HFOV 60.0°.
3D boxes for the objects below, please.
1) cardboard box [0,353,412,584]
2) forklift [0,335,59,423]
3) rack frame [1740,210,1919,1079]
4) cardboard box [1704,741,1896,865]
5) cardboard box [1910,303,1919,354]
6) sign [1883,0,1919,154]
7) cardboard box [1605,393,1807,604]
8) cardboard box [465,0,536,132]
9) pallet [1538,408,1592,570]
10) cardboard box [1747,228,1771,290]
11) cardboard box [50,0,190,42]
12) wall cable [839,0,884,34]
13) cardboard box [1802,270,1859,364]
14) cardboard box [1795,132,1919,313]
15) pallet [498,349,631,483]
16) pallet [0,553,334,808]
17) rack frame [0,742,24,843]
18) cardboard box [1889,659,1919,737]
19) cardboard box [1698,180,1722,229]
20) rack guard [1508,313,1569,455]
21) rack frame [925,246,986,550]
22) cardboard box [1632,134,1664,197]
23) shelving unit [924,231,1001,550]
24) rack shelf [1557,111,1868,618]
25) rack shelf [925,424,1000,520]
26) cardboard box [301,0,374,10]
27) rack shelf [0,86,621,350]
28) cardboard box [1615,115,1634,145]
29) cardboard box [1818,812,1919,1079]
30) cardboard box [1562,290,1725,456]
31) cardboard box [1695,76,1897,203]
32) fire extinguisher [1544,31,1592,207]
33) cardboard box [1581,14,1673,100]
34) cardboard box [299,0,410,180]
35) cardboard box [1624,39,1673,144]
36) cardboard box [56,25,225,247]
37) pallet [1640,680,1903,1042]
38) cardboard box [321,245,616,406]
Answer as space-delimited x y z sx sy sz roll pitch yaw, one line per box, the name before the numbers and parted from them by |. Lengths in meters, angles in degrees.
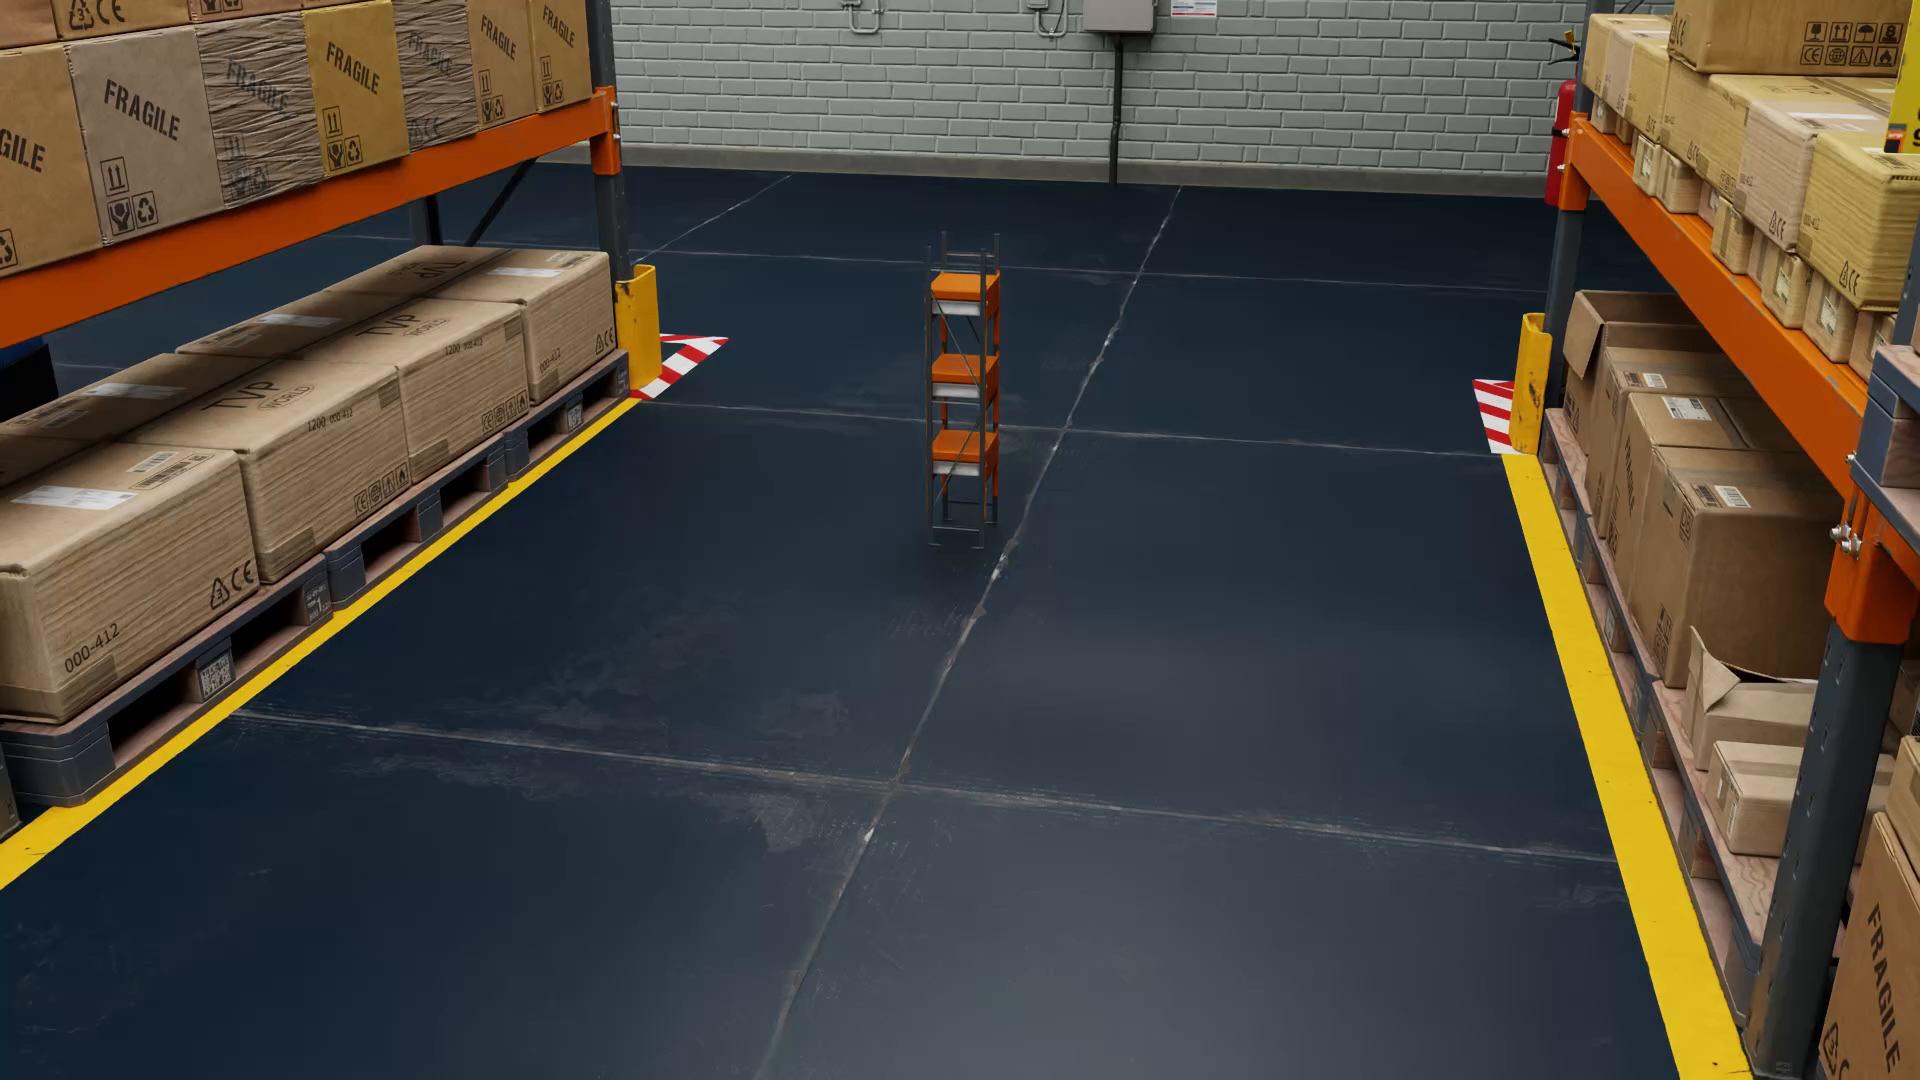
cardboard box | -2.396 -0.255 5.339 0.875 0.438 0.875 4 22 9
forklift | -5.393 -1.720 6.200 3.031 2.935 1.130 -1 22 -3
rack frame | 2.049 -0.323 2.640 1.000 3.000 0.127 4 22 11
cardboard box | 1.875 0.579 3.656 0.380 0.149 0.250 4 22 9
cardboard box | 1.731 -0.404 2.146 0.700 0.500 0.500 5 22 12
sign | 1.516 -0.763 2.574 0.100 0.325 0.005 4 22 11
cardboard box | 2.229 -0.109 4.893 0.500 0.500 0.500 5 22 12
cardboard box | -1.951 -1.830 6.249 0.500 0.500 0.500 4 22 10
pallet | 2.688 -0.173 6.000 1.003 0.211 1.213 4 22 11
cardboard box | 2.008 -0.630 3.738 0.380 0.149 0.250 5 22 12
cardboard box | -2.368 -1.550 4.215 0.500 0.500 0.500 4 22 10
wall cable | -0.867 -4.712 12.138 0.585 1.953 0.123 4 22 11
cardboard box | 1.899 -0.439 3.265 0.380 0.149 0.250 5 22 12
cardboard box | 1.914 -0.596 3.121 0.500 0.250 0.500 5 22 12
pallet | -2.081 -0.571 6.988 1.003 0.211 1.213 4 22 11
pallet | -2.579 0.322 4.773 1.003 0.211 1.213 4 22 11
rack frame | -2.811 -0.700 3.576 1.000 3.000 0.127 4 22 11
cardboard box | 2.504 0.423 4.043 0.380 0.149 0.250 4 22 10
cardboard box | 2.199 -0.905 4.422 0.380 0.149 0.250 4 22 11
rack guard | 2.850 -0.598 6.670 1.175 0.500 0.348 4 22 11
rack frame | -0.014 -0.462 5.595 0.200 1.050 0.008 4 22 11
cardboard box | 2.218 -1.102 4.912 0.380 0.149 0.250 4 22 9
shelving unit | 0.011 -0.507 5.706 0.215 1.050 0.252 4 22 11
rack shelf | 2.457 -0.721 4.590 1.077 0.370 4.000 4 22 11
rack shelf | 0.011 -0.239 5.814 0.215 0.259 0.240 4 22 11
cardboard box | -2.147 -1.921 5.135 0.500 0.500 0.500 4 22 11
rack shelf | -2.403 -1.098 5.527 1.077 0.370 4.000 4 22 11
cardboard box | 2.523 -1.473 5.833 0.380 0.149 0.250 5 22 12
cardboard box | 1.730 0.802 2.632 0.500 0.500 0.500 5 23 13
cardboard box | 2.648 -0.606 6.123 0.797 0.503 0.637 4 22 9
cardboard box | 2.116 -0.962 4.029 0.500 0.250 0.500 4 22 11
fire extinguisher | 2.443 -1.666 6.577 0.296 0.674 0.183 4 22 11
cardboard box | 2.509 -1.709 5.884 0.500 0.250 0.500 5 22 11
cardboard box | -2.139 -1.451 5.308 0.500 0.500 0.500 5 22 13
cardboard box | 2.306 -1.339 4.965 0.500 0.250 0.500 4 22 10
cardboard box | -2.352 -1.082 4.390 0.500 0.500 0.500 5 22 11
pallet | 2.190 0.720 3.784 1.003 0.211 1.213 4 22 11
cardboard box | -2.032 -0.920 6.990 0.875 0.438 0.875 4 22 9
